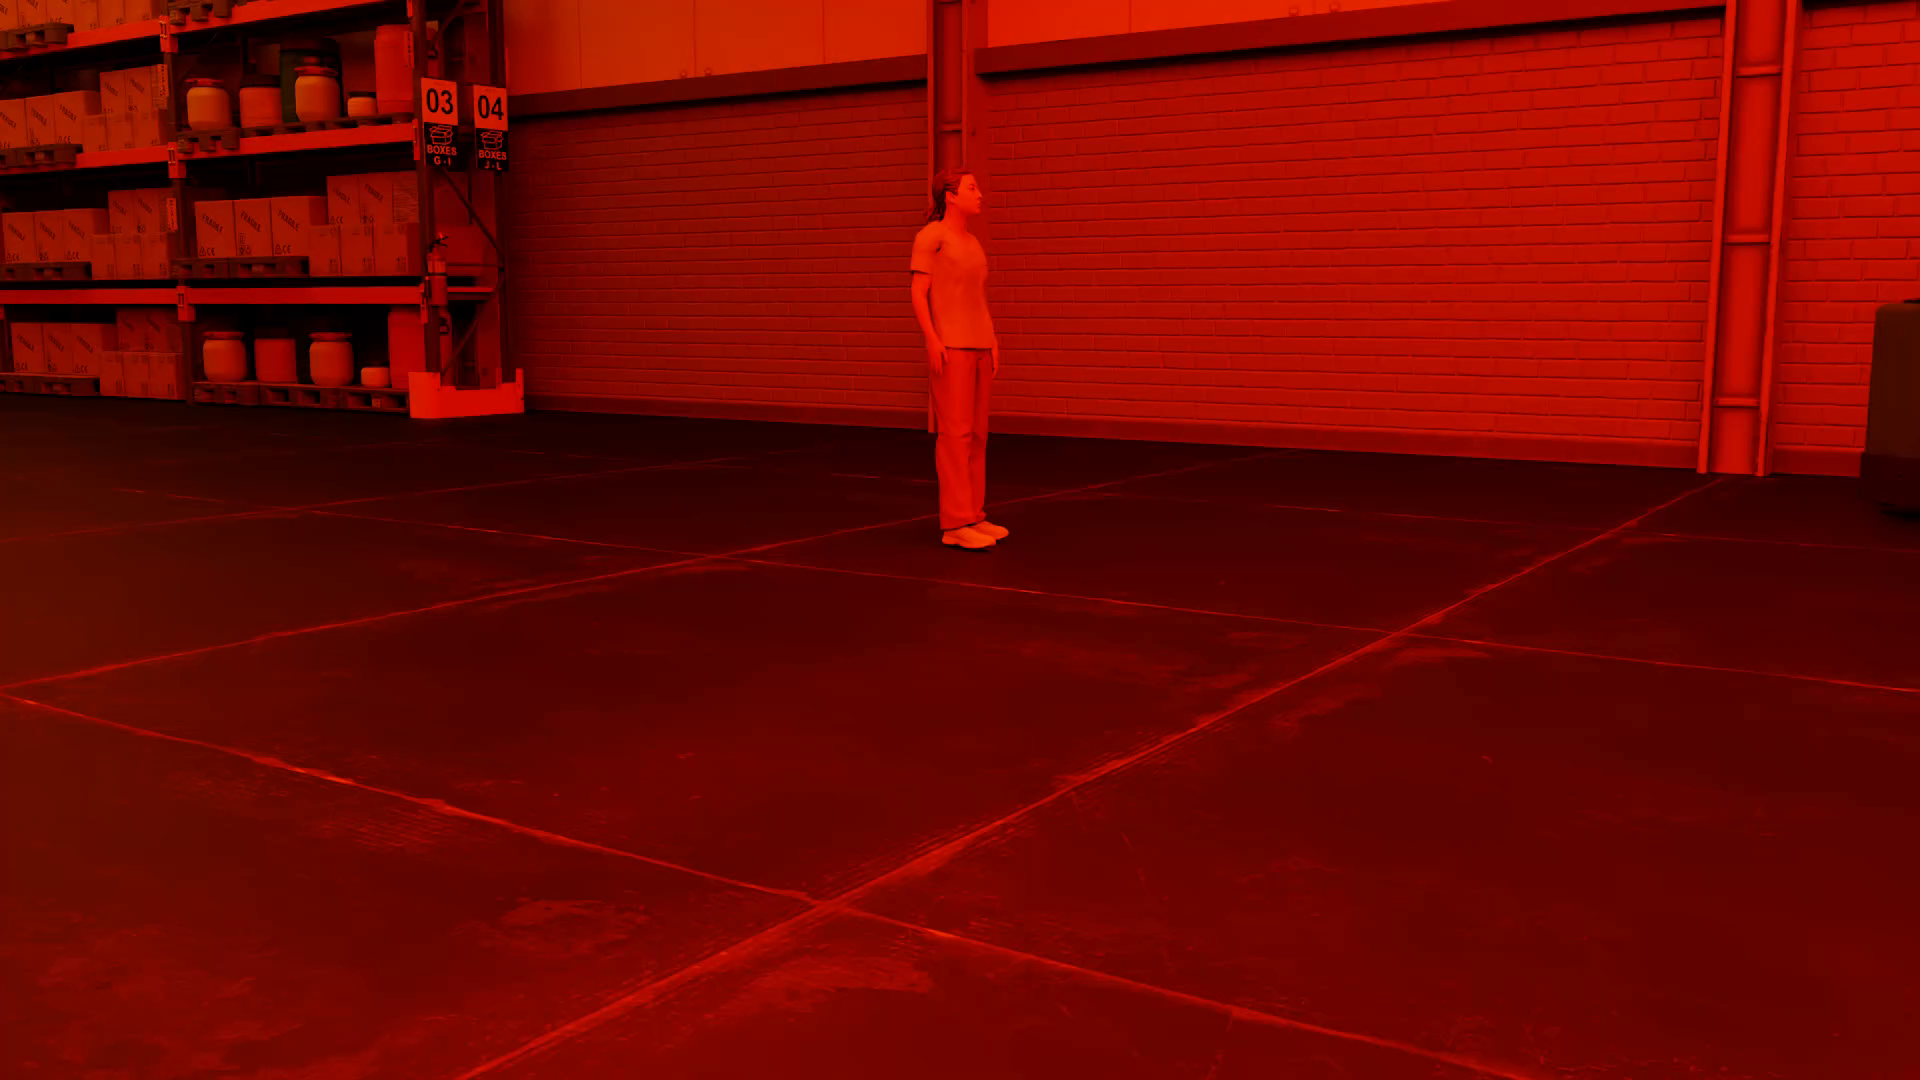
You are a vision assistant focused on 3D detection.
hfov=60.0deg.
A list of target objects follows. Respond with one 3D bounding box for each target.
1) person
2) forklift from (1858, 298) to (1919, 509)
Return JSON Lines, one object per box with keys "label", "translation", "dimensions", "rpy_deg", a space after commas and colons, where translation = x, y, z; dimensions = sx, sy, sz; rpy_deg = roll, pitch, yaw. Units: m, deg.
{"label": "person", "translation": [0.054, -0.830, 7.434], "dimensions": [0.549, 1.675, 0.553], "rpy_deg": [5, 10, 34]}
{"label": "forklift", "translation": [6.201, -1.559, 8.154], "dimensions": [3.031, 2.935, 1.130], "rpy_deg": [-1, 8, -8]}
